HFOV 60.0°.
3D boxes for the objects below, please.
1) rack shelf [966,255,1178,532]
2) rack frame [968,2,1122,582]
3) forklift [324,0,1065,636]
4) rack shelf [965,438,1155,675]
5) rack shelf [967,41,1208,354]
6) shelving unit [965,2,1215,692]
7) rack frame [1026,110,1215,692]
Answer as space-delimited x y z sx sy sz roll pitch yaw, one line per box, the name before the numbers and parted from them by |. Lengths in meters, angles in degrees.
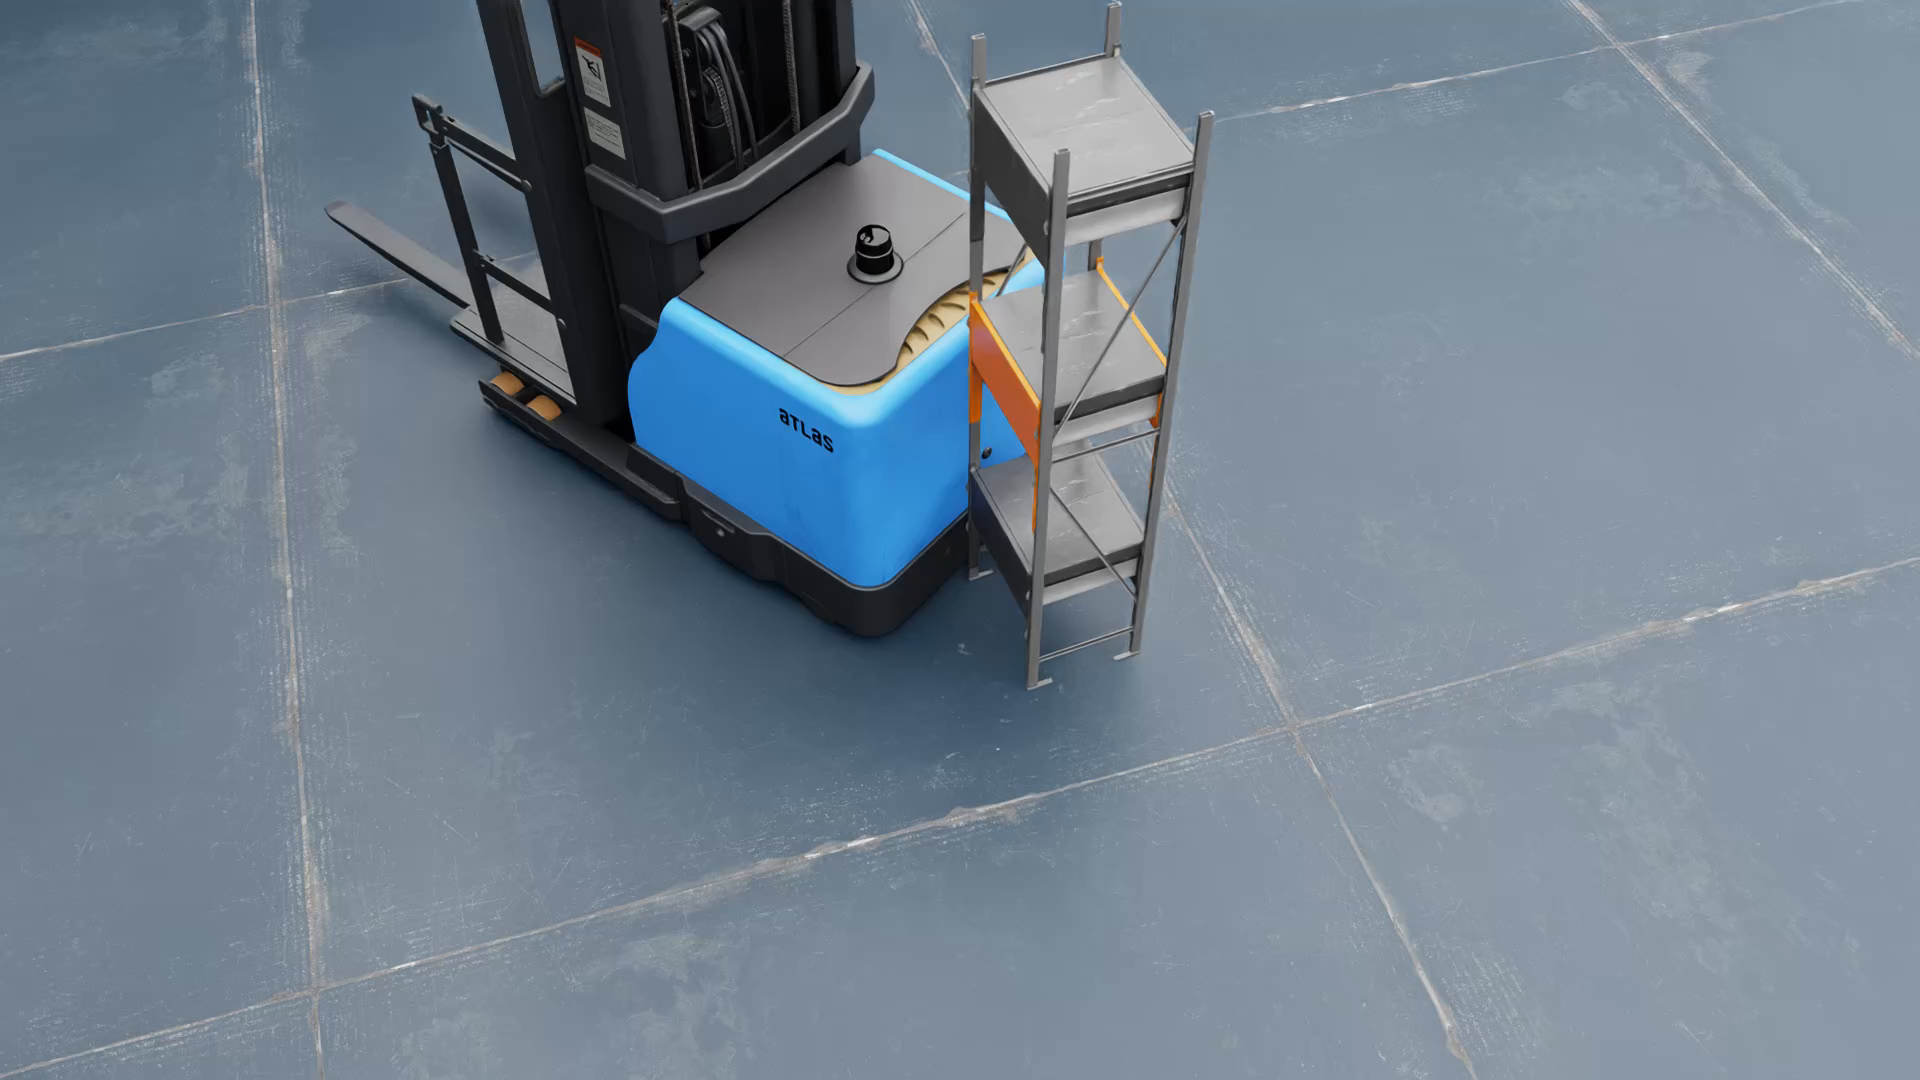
rack shelf | 0.307 -0.416 4.745 0.431 0.518 0.480 -17 52 -14
rack frame | 0.214 -0.598 4.880 0.400 2.100 0.015 -17 52 -14
forklift | -1.125 -1.589 5.173 3.031 2.935 1.130 32 57 24
rack shelf | 0.307 0.035 5.281 0.431 0.518 0.480 -17 52 -14
rack shelf | 0.307 -0.867 4.210 0.431 0.518 0.480 -17 52 -14
shelving unit | 0.307 -0.425 4.735 0.431 2.100 0.503 -17 52 -14
rack frame | 0.400 -0.252 4.589 0.400 2.100 0.015 -17 52 -14
